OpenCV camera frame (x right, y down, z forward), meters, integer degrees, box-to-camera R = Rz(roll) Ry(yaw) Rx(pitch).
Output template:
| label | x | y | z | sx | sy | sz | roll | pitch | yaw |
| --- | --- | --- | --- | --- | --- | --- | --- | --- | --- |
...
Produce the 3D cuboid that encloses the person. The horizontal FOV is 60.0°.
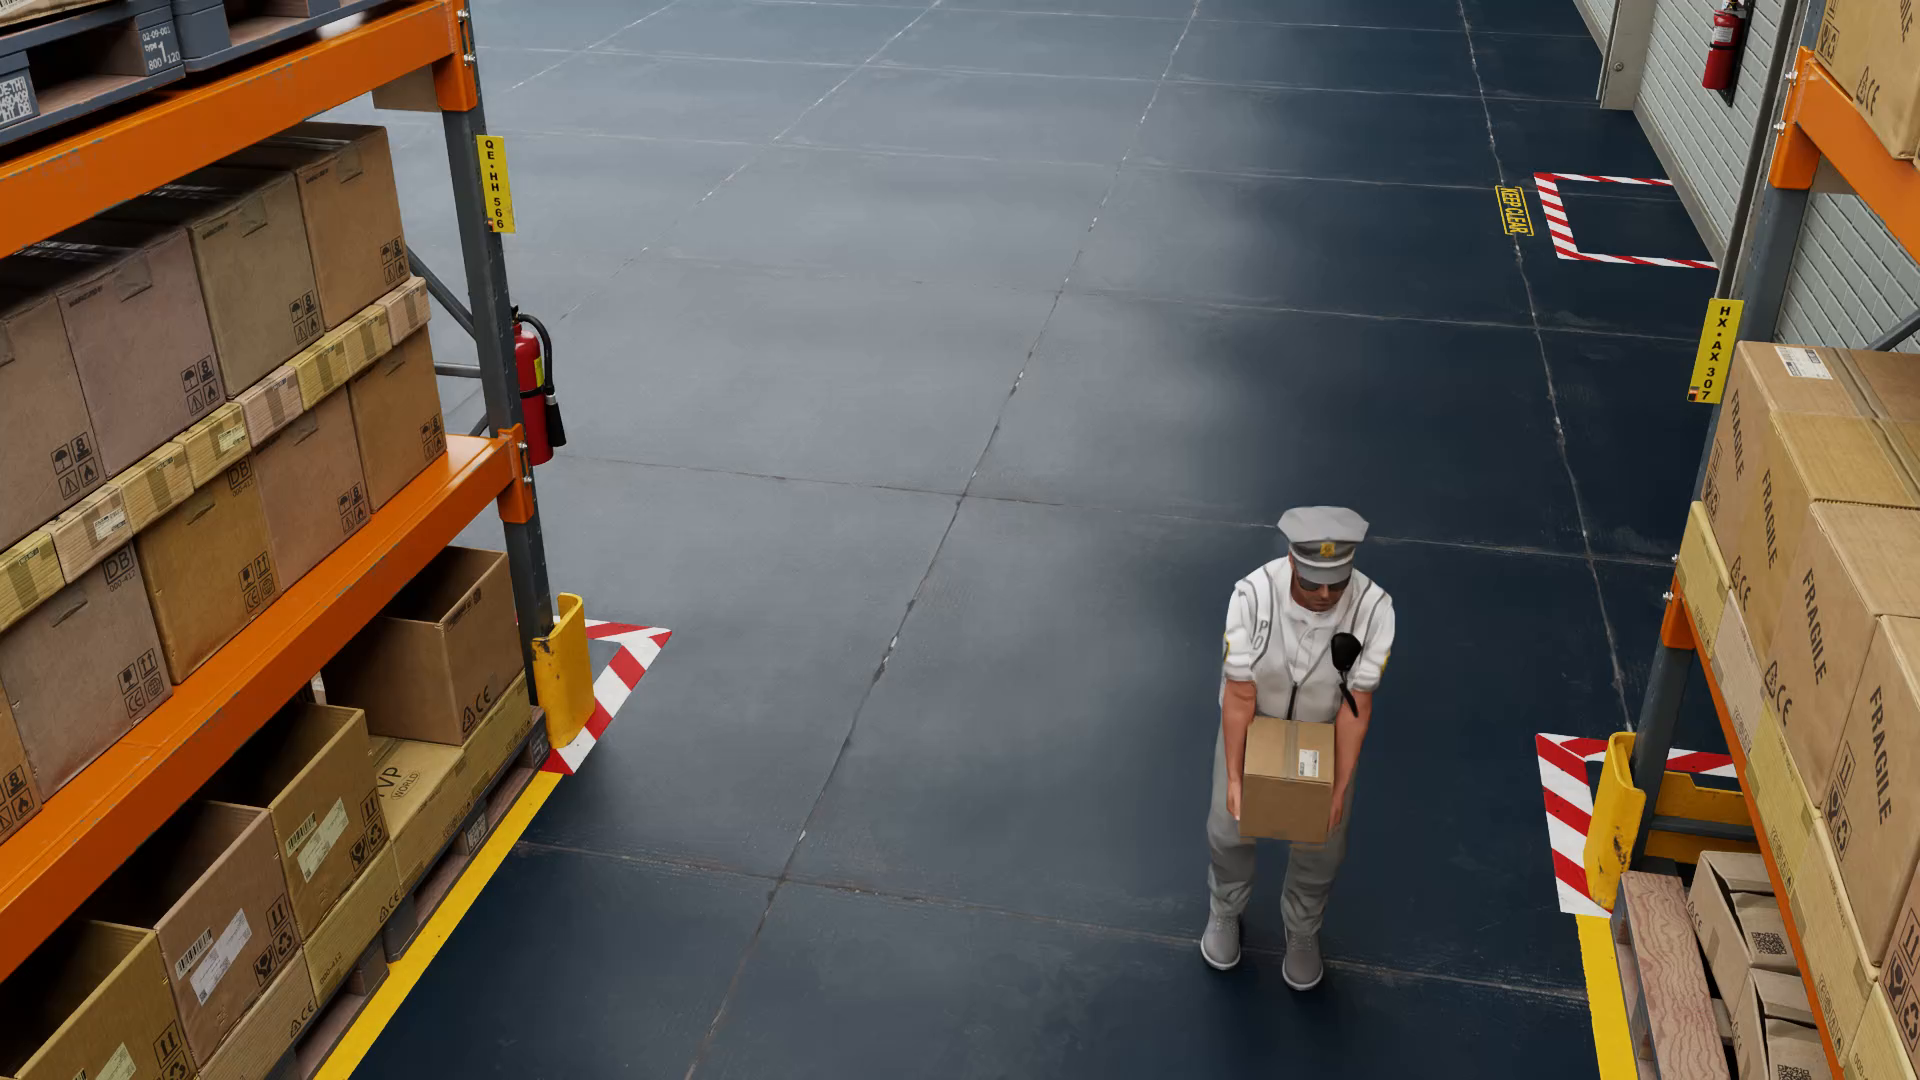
| label | x | y | z | sx | sy | sz | roll | pitch | yaw |
| --- | --- | --- | --- | --- | --- | --- | --- | --- | --- |
| person | 1.012 | 0.620 | 5.041 | 0.481 | 1.704 | 0.619 | 5 | 29 | 10 |
